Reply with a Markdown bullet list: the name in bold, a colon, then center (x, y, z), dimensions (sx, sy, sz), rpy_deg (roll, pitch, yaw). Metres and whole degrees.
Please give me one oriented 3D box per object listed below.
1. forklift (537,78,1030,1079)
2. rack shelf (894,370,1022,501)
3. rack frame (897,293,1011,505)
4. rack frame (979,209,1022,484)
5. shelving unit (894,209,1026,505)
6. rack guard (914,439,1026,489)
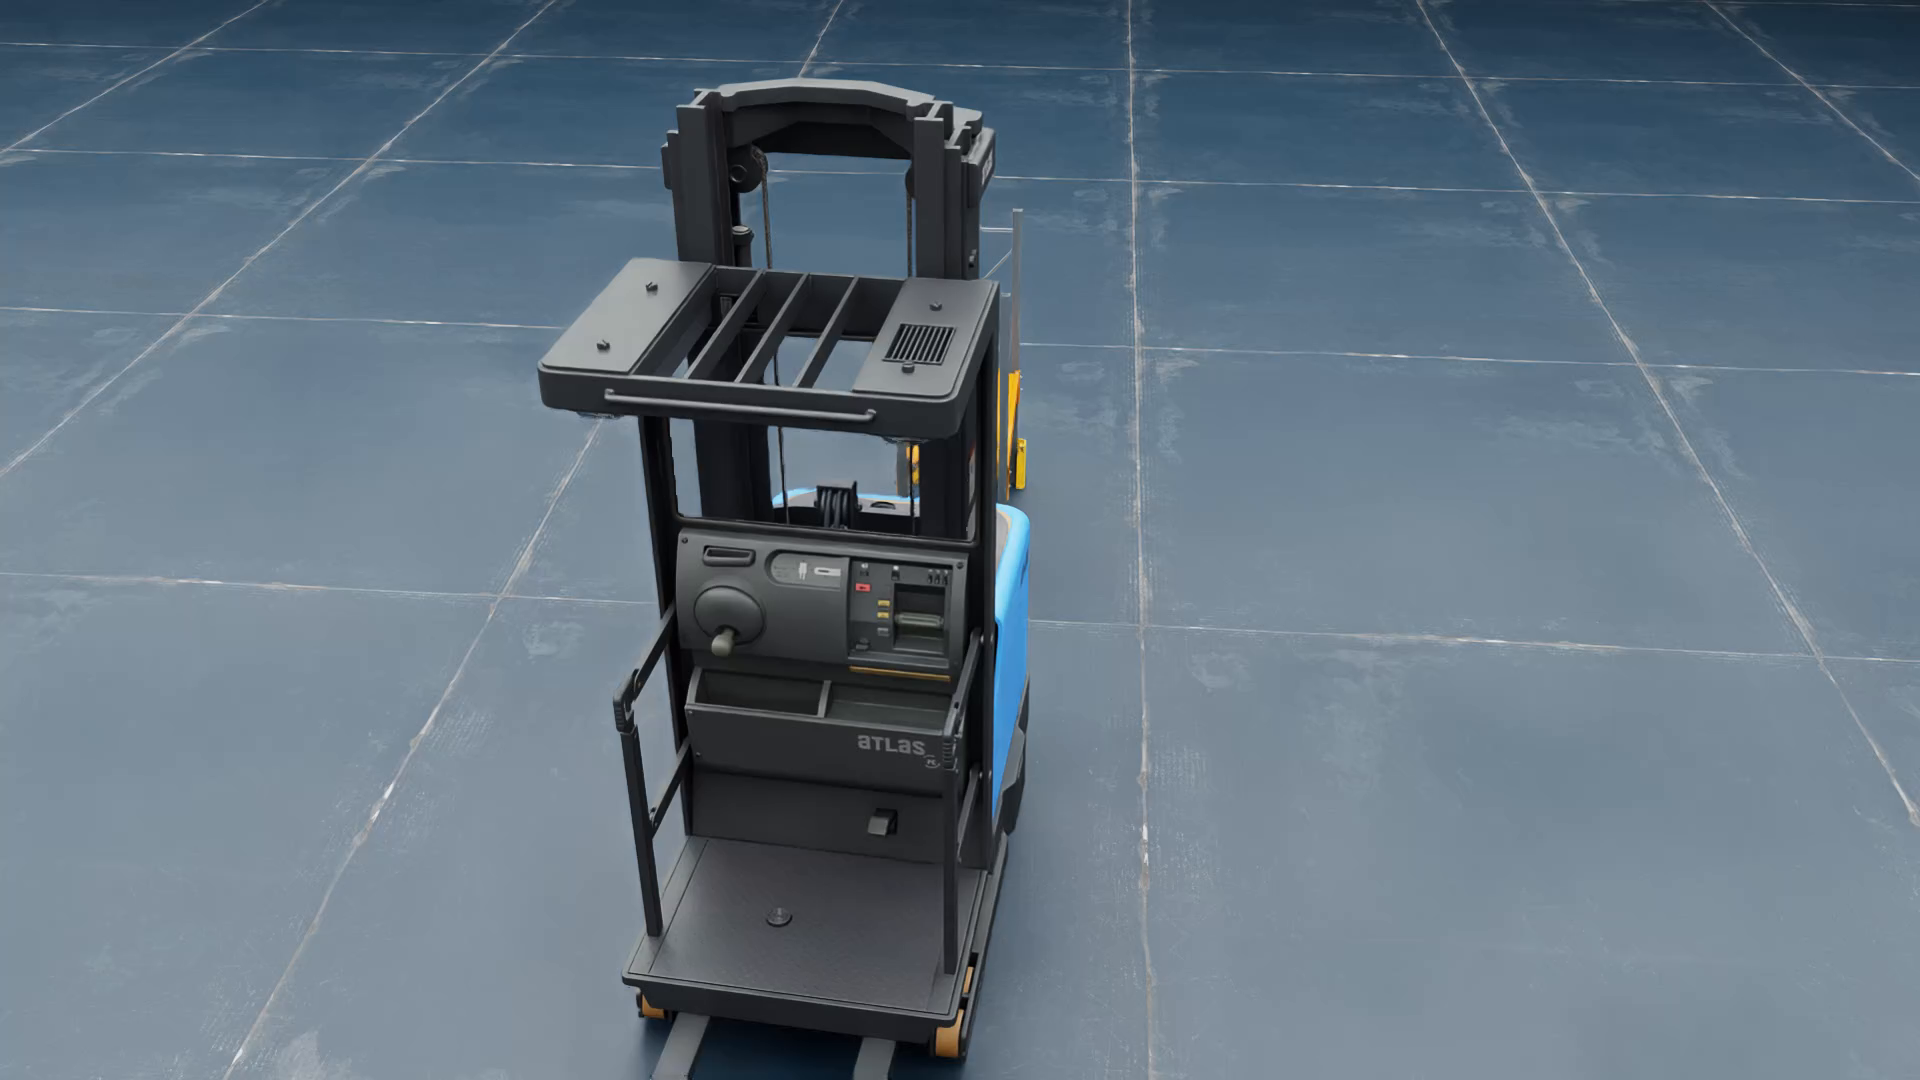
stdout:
- **forklift**: center (-0.473, 0.252, 5.048), dimensions (1.130, 2.935, 3.031), rpy_deg (5, 32, 8)
- **rack shelf**: center (0.007, -0.530, 8.023), dimensions (0.538, 0.185, 1.000), rpy_deg (2, 32, 4)
- **rack frame**: center (-0.034, -0.417, 7.498), dimensions (0.500, 1.500, 0.032), rpy_deg (2, 32, 4)
- **rack frame**: center (0.048, -0.949, 8.360), dimensions (0.500, 1.500, 0.032), rpy_deg (2, 32, 4)
- **shelving unit**: center (0.006, -0.678, 7.921), dimensions (0.587, 1.500, 1.083), rpy_deg (2, 32, 4)
- **rack guard**: center (0.047, -0.407, 8.672), dimensions (0.587, 0.250, 0.087), rpy_deg (2, 32, 4)
